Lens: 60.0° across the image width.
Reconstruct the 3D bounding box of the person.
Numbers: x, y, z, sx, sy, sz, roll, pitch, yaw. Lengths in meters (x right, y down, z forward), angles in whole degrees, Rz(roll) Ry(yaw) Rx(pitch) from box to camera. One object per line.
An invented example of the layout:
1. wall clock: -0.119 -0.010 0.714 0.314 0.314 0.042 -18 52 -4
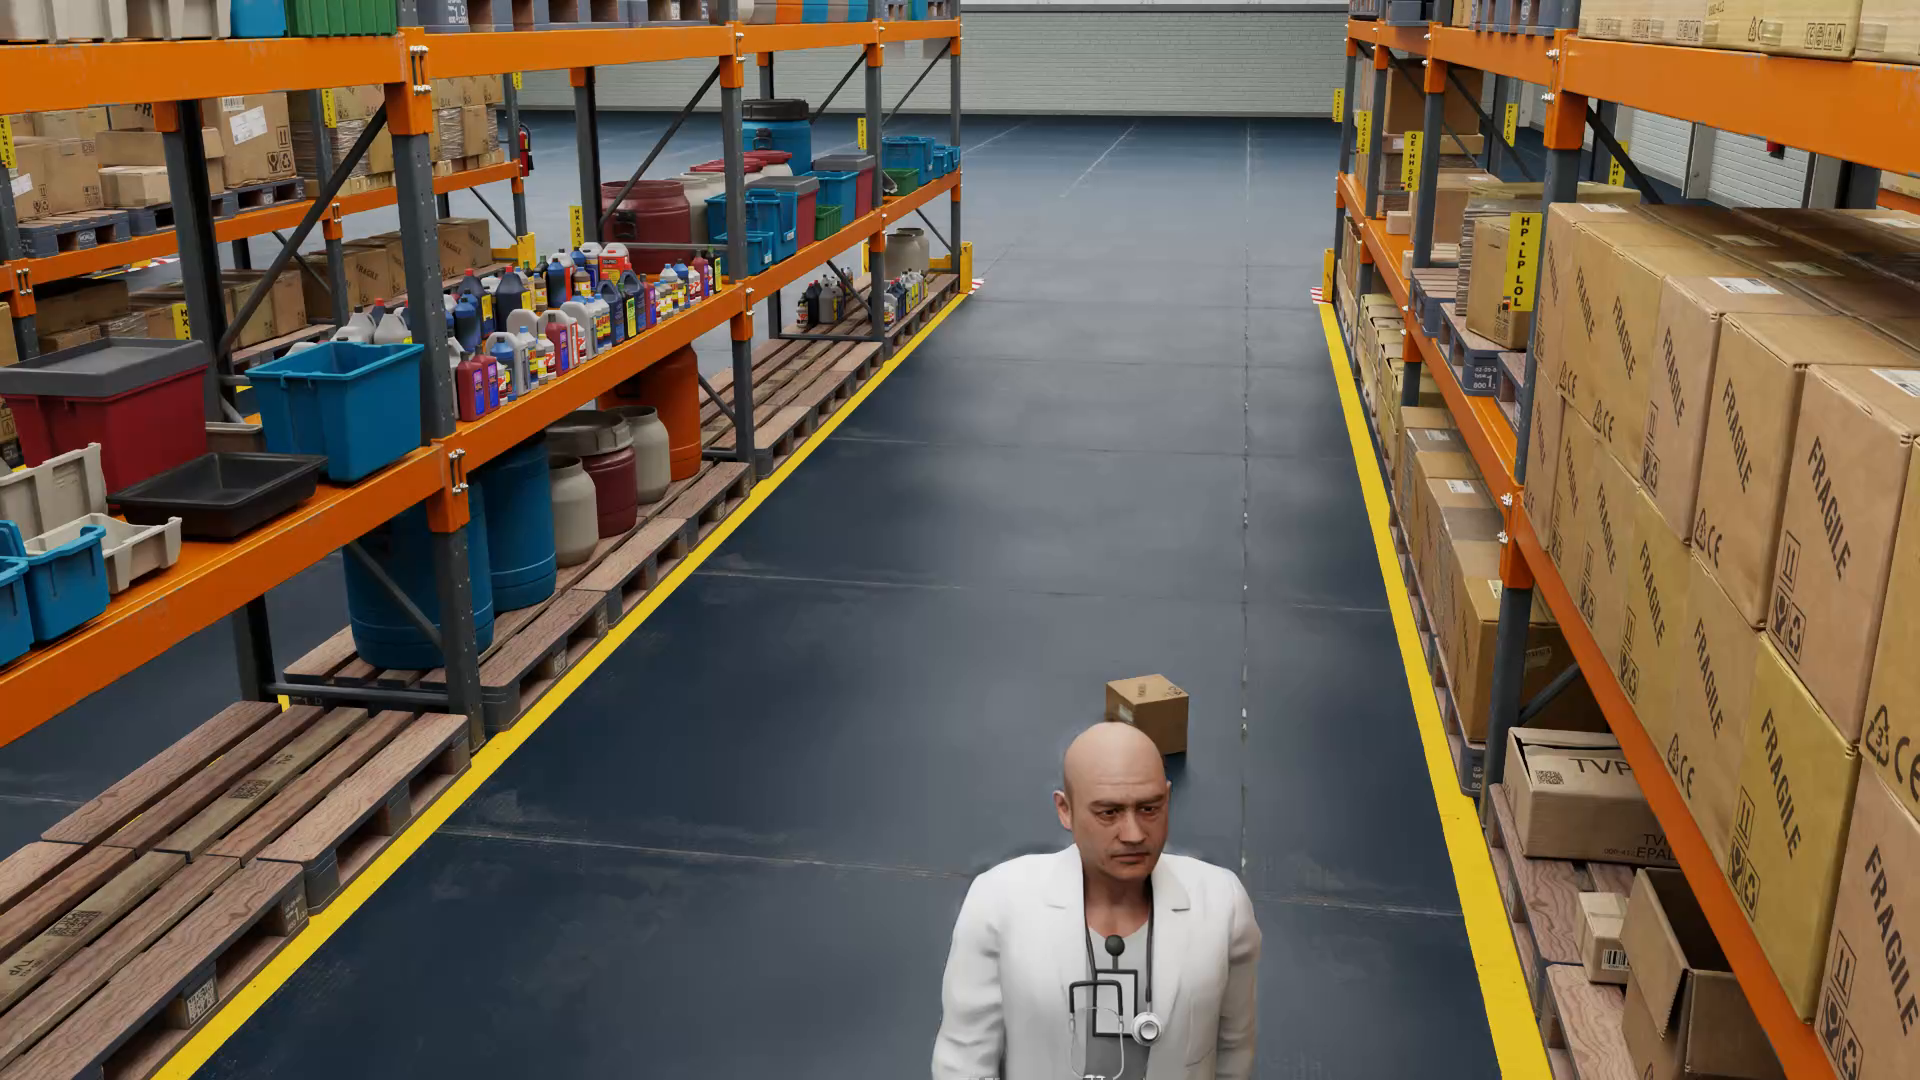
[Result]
1. person: 0.231 1.172 2.833 0.567 1.731 1.048 1 18 3
